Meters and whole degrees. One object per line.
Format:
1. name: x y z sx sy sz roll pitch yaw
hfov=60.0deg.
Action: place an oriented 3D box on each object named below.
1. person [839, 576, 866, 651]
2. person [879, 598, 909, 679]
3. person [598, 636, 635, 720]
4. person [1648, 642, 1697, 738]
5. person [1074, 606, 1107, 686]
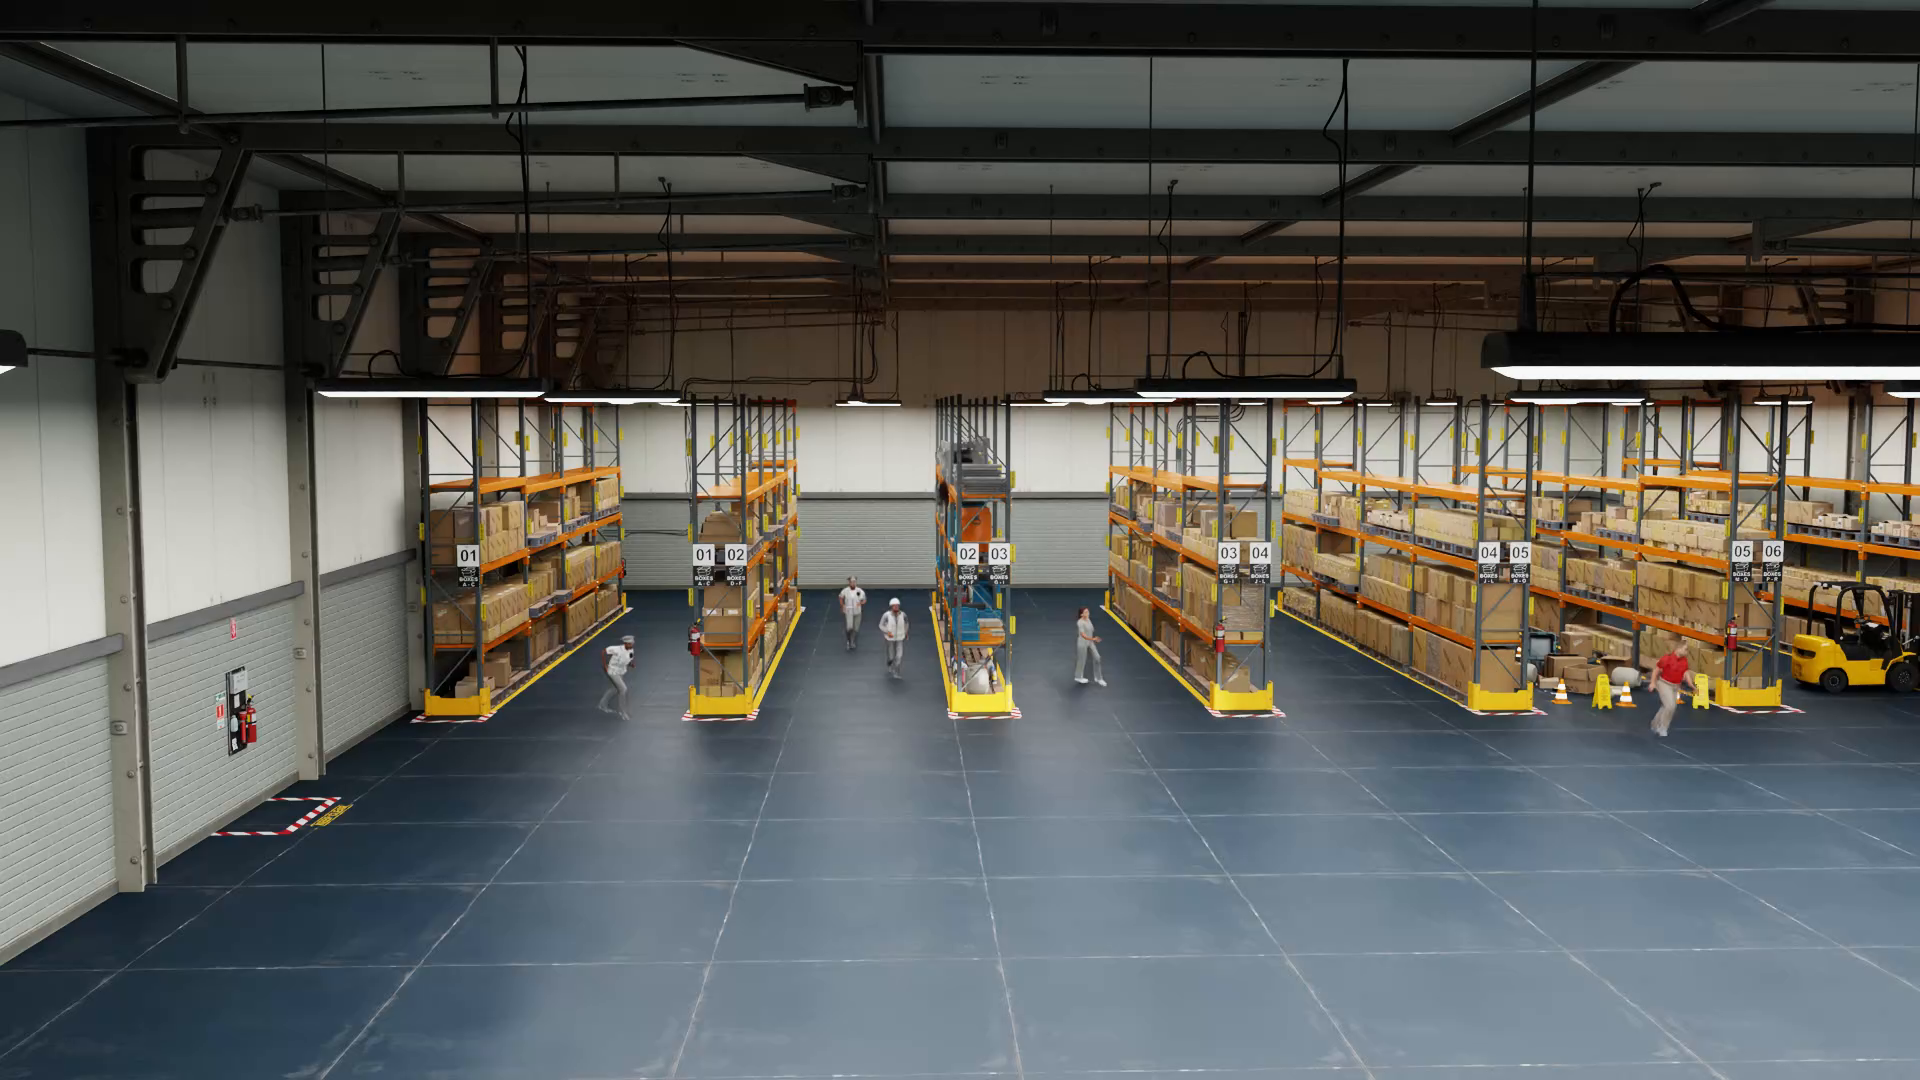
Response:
1. person: -2.540 1.738 39.464 0.644 1.784 0.686 -1 5 -9
2. person: -1.410 2.084 35.455 0.656 1.726 0.756 -1 5 -12
3. person: -6.405 2.548 30.821 0.963 1.615 0.621 3 6 35
4. person: 12.464 2.606 29.204 0.652 1.691 0.759 -2 5 -27
5. person: 2.611 2.184 34.384 0.710 1.664 0.569 4 6 42
